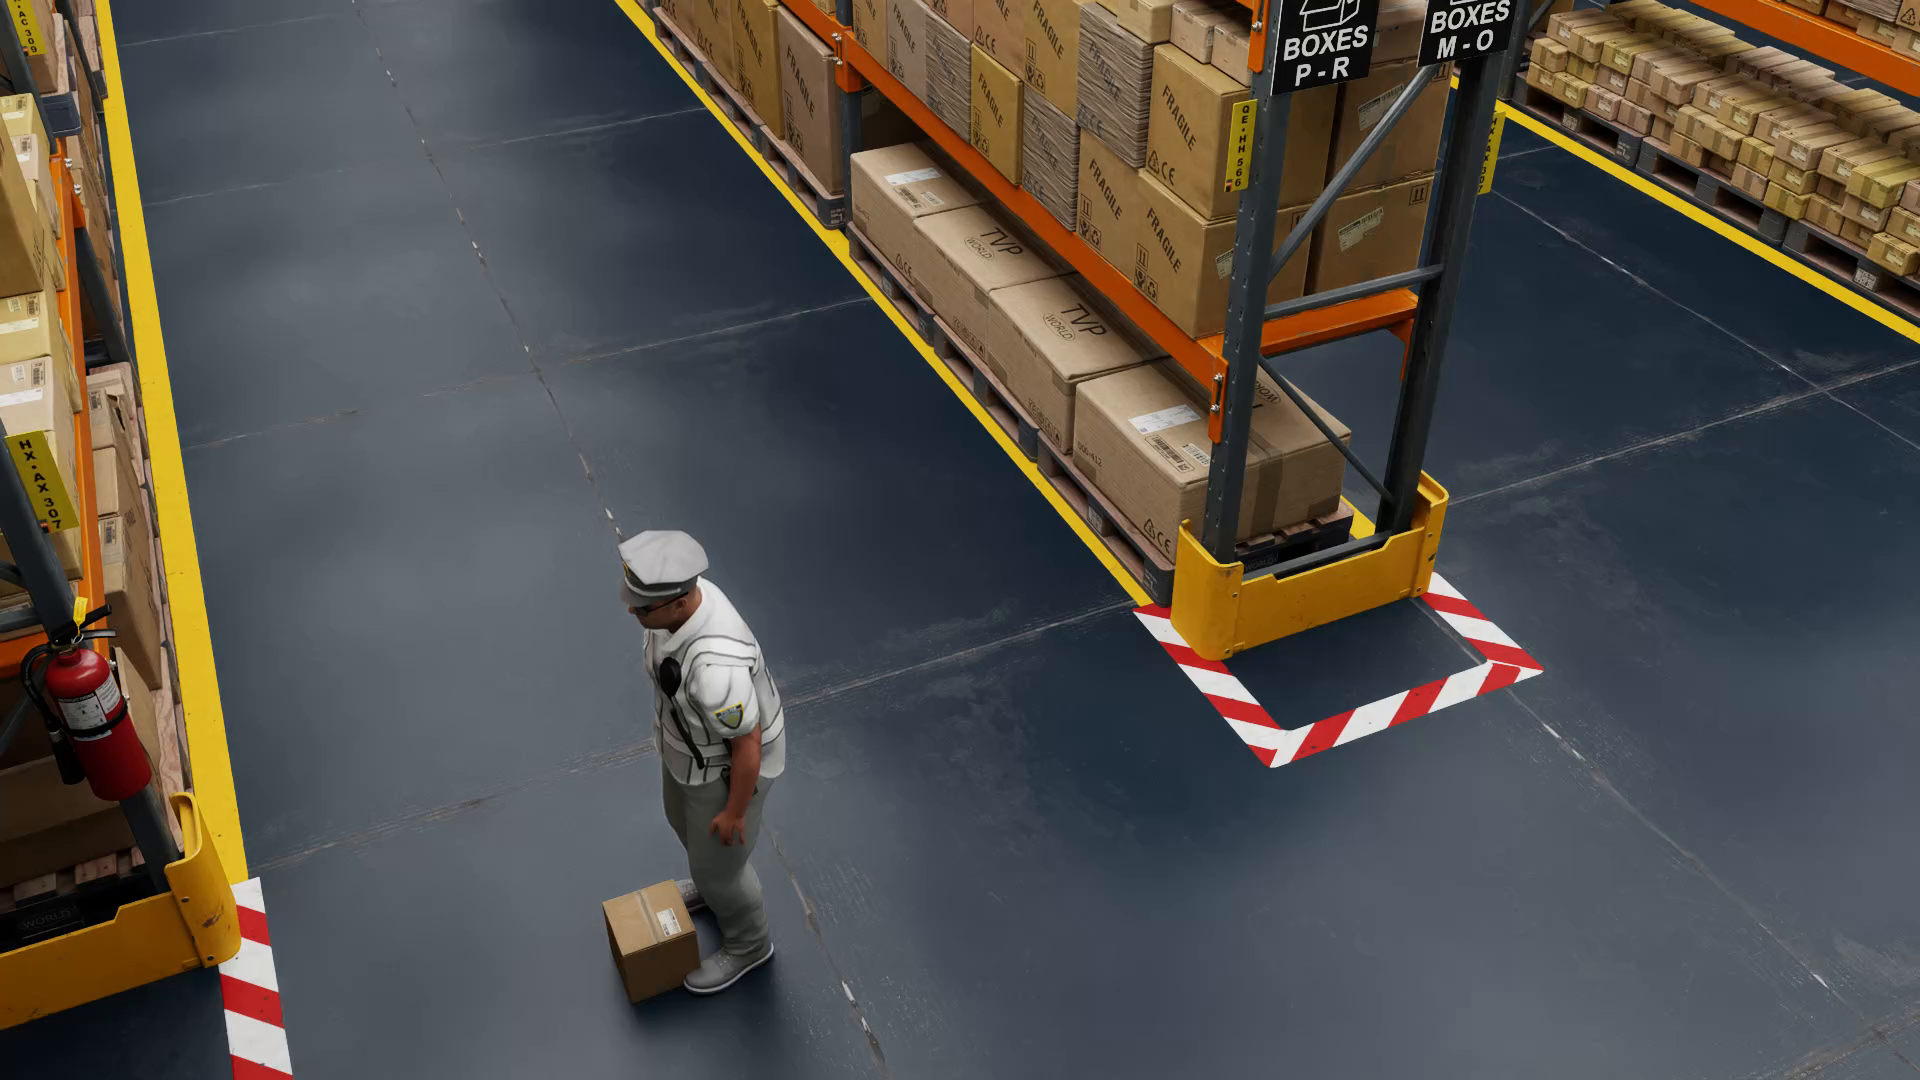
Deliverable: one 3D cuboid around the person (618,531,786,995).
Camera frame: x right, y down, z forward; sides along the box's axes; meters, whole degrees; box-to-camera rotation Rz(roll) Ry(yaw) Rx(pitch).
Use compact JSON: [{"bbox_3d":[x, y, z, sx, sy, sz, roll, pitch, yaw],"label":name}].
[{"bbox_3d":[-0.791,0.680,5.241,0.447,1.749,0.606,-18,41,-22],"label":"person"}]
